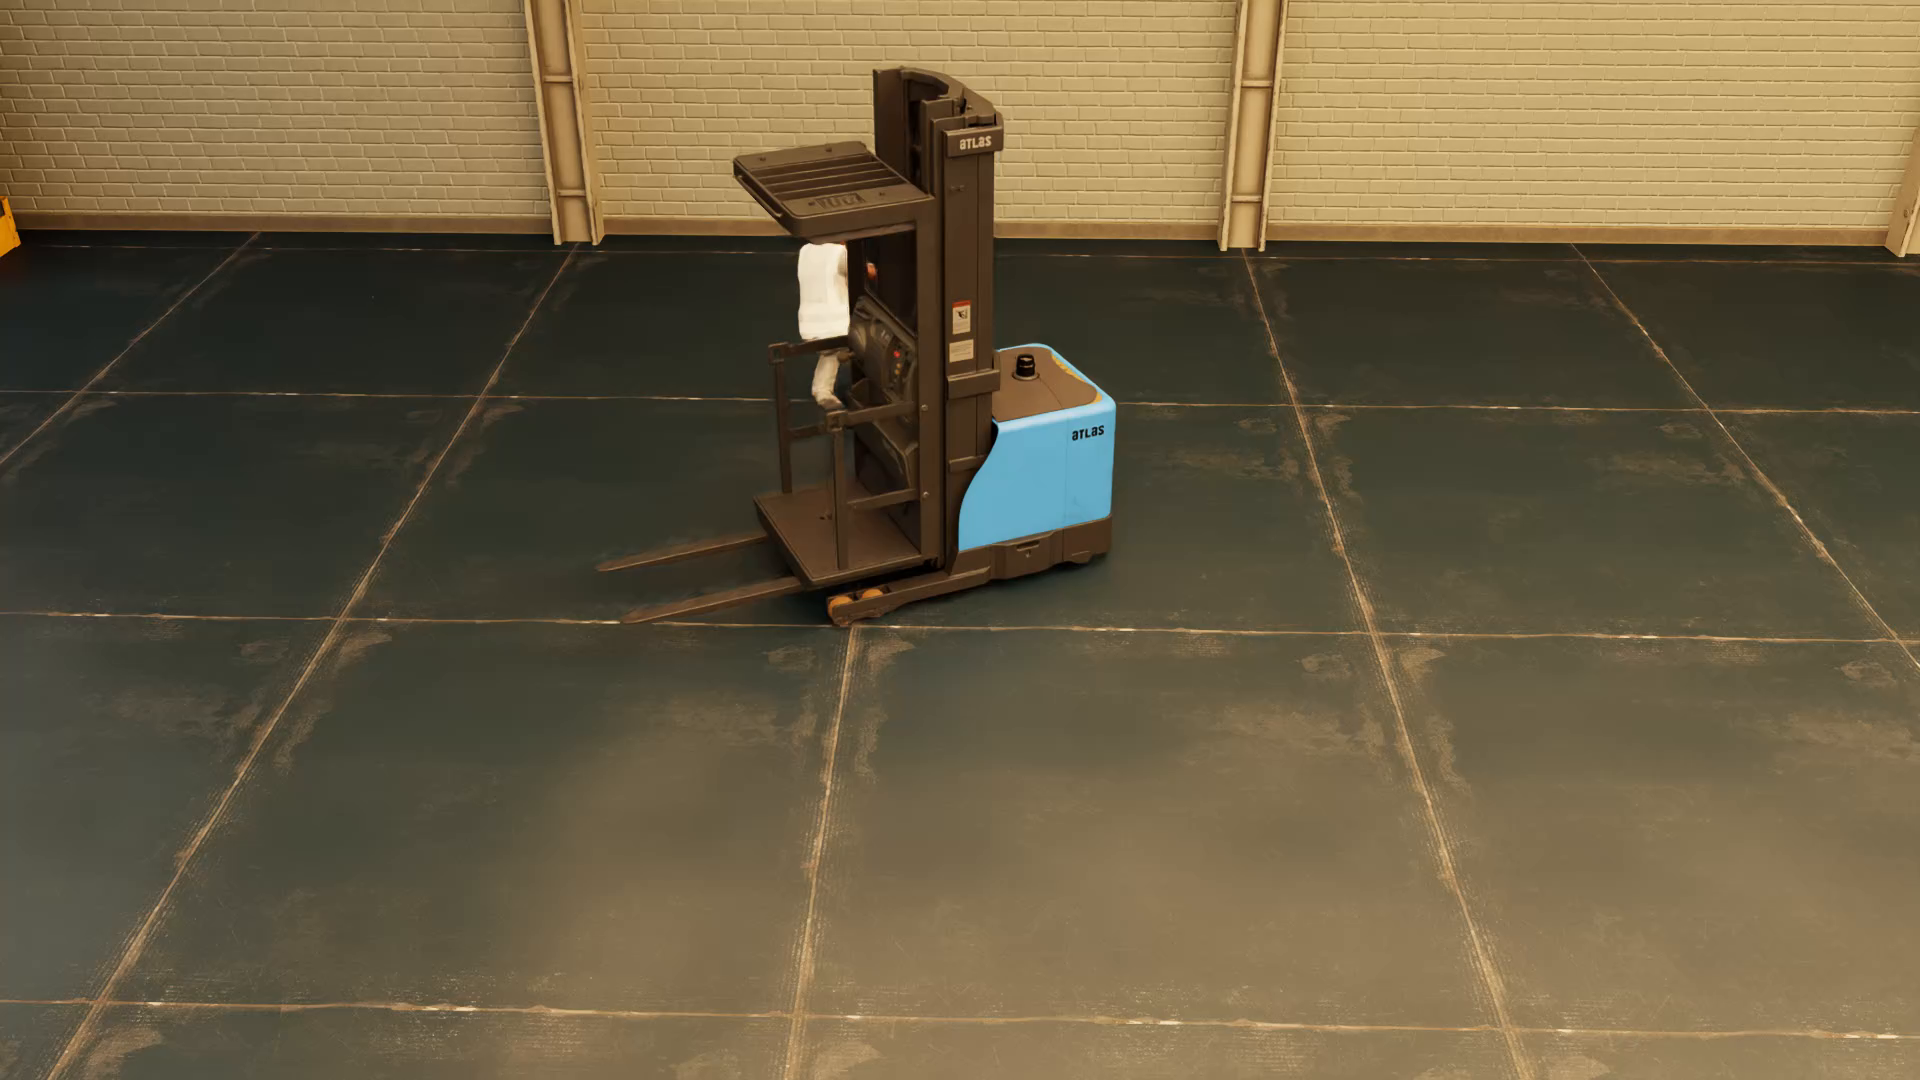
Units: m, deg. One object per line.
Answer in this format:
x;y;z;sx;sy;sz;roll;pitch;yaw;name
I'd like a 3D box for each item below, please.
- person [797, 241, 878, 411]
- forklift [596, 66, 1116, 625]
-0.740;-1.683;11.876;0.812;1.479;1.049;11;32;19;person
-0.628;-1.072;9.433;3.031;2.935;1.130;-13;33;-20;forklift
